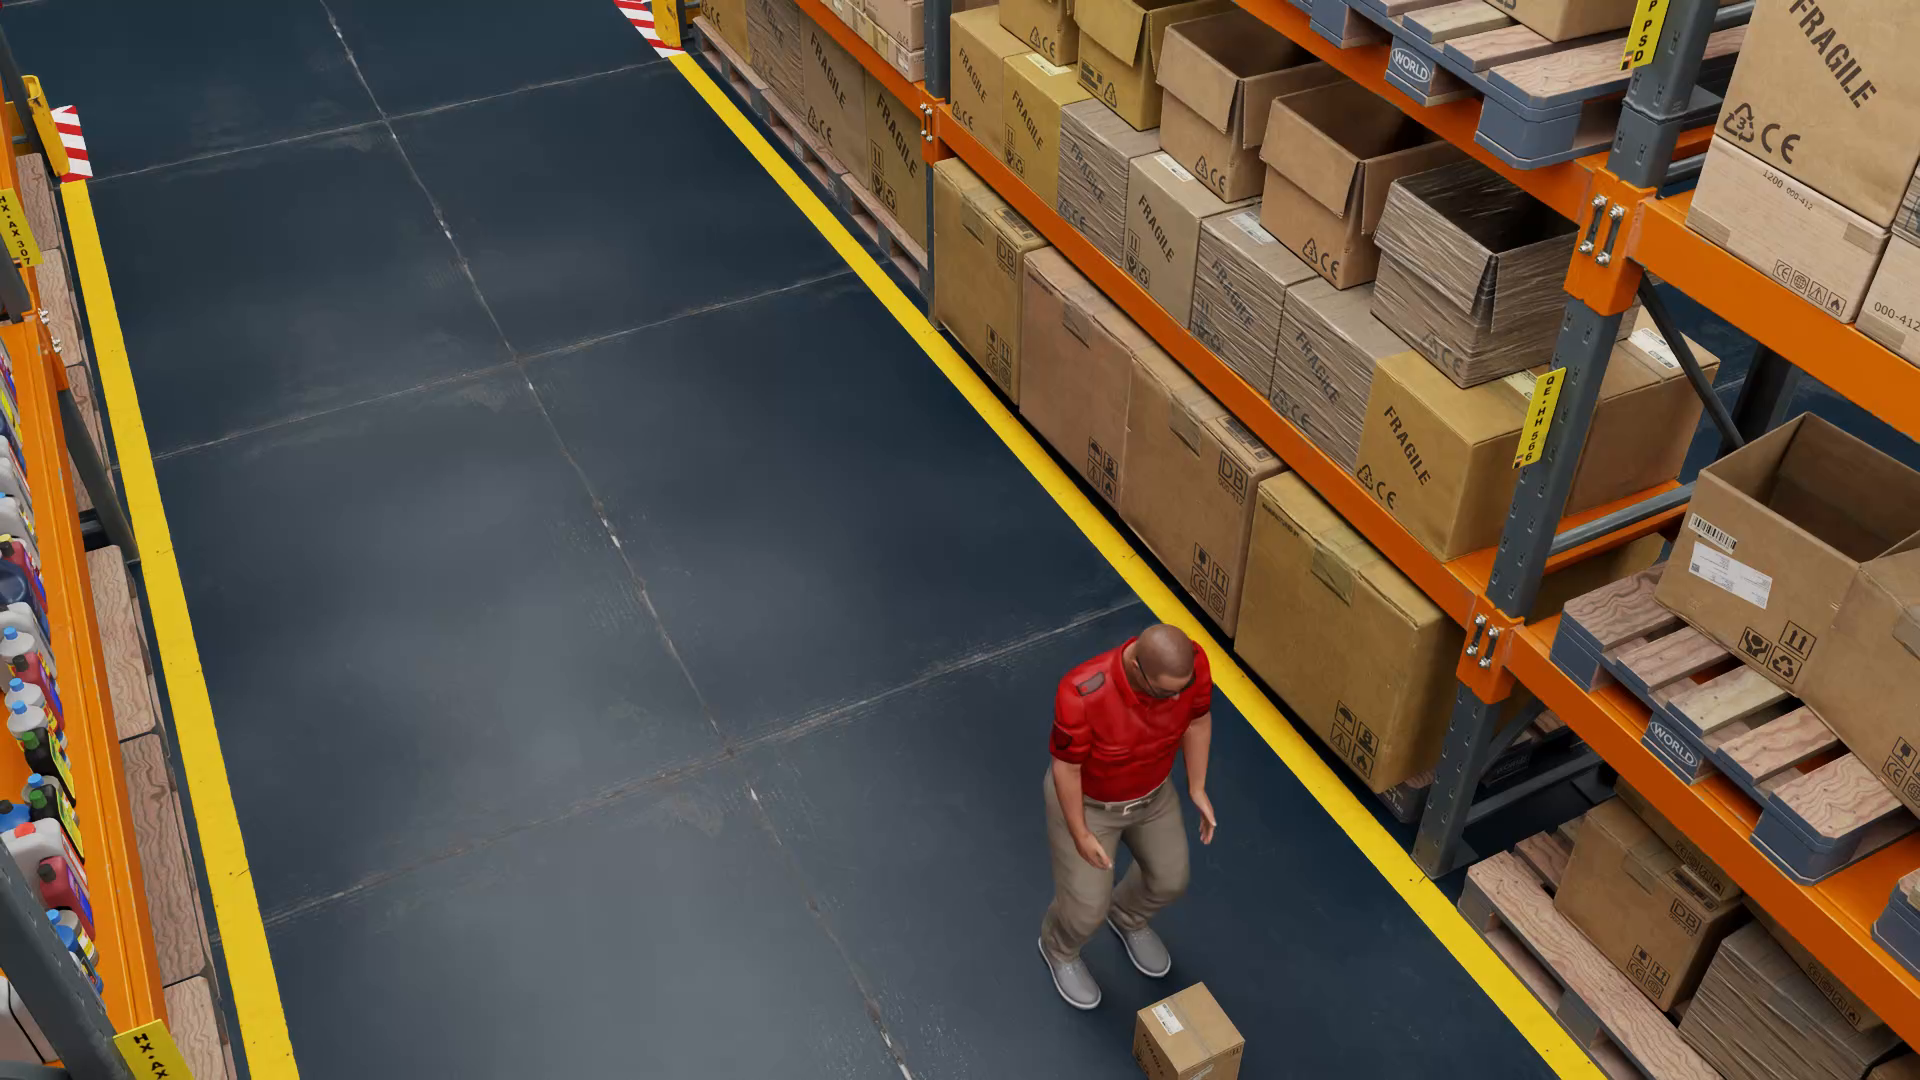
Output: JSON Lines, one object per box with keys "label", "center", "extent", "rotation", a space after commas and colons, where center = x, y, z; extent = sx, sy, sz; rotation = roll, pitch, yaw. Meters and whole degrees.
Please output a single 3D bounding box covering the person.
{"label": "person", "center": [0.526, 0.822, 5.283], "extent": [0.560, 1.666, 0.447], "rotation": [-18, 44, -19]}
